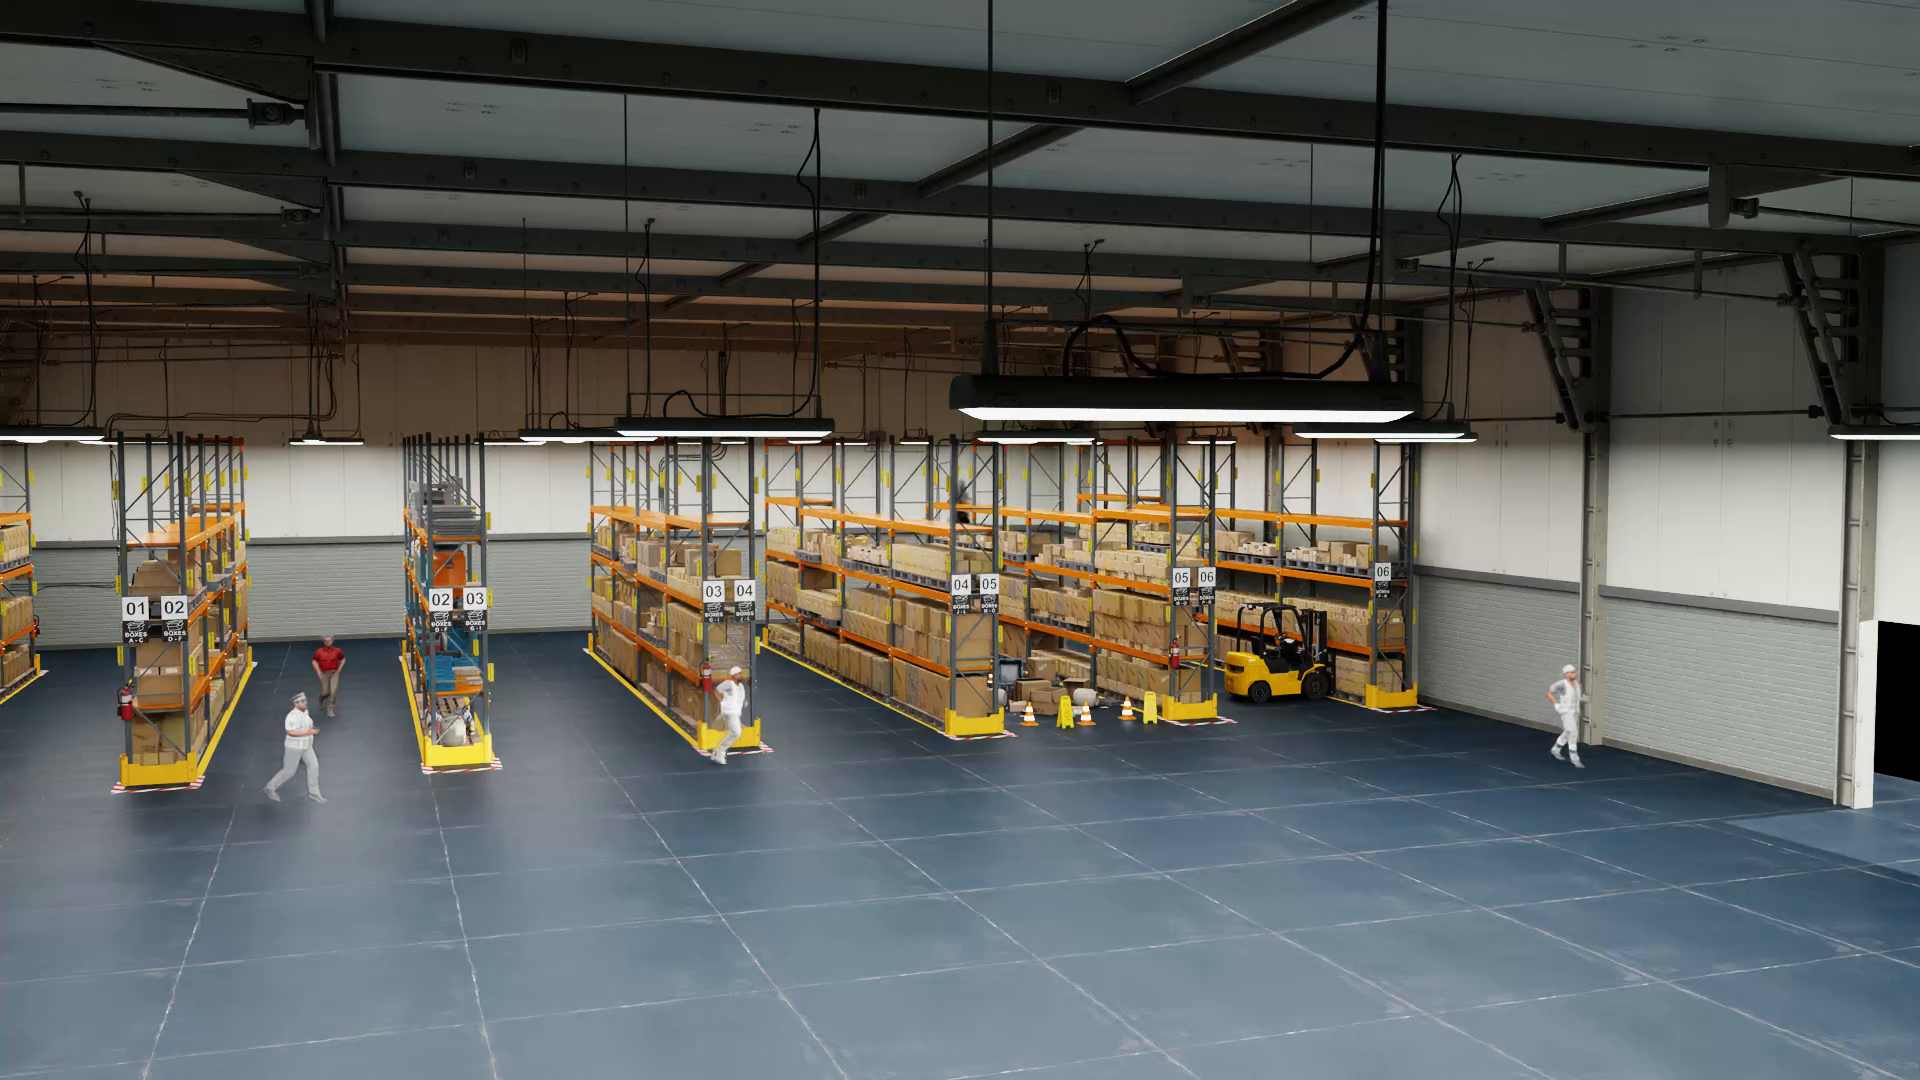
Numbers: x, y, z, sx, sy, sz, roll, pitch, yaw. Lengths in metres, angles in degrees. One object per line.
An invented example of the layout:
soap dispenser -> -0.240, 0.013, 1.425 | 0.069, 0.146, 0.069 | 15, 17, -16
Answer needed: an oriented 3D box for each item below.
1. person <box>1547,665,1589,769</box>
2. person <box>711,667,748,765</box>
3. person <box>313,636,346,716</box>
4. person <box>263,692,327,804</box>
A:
person -> 10.980, 3.155, 29.999 | 0.640, 1.824, 0.814 | -2, 4, -33
person -> -4.164, 3.178, 30.291 | 0.624, 1.734, 0.737 | 1, 3, 19
person -> -13.511, 2.911, 35.647 | 0.653, 1.700, 0.647 | -2, 4, -26
person -> -10.697, 3.351, 26.784 | 0.963, 1.825, 0.671 | 1, 3, 10
